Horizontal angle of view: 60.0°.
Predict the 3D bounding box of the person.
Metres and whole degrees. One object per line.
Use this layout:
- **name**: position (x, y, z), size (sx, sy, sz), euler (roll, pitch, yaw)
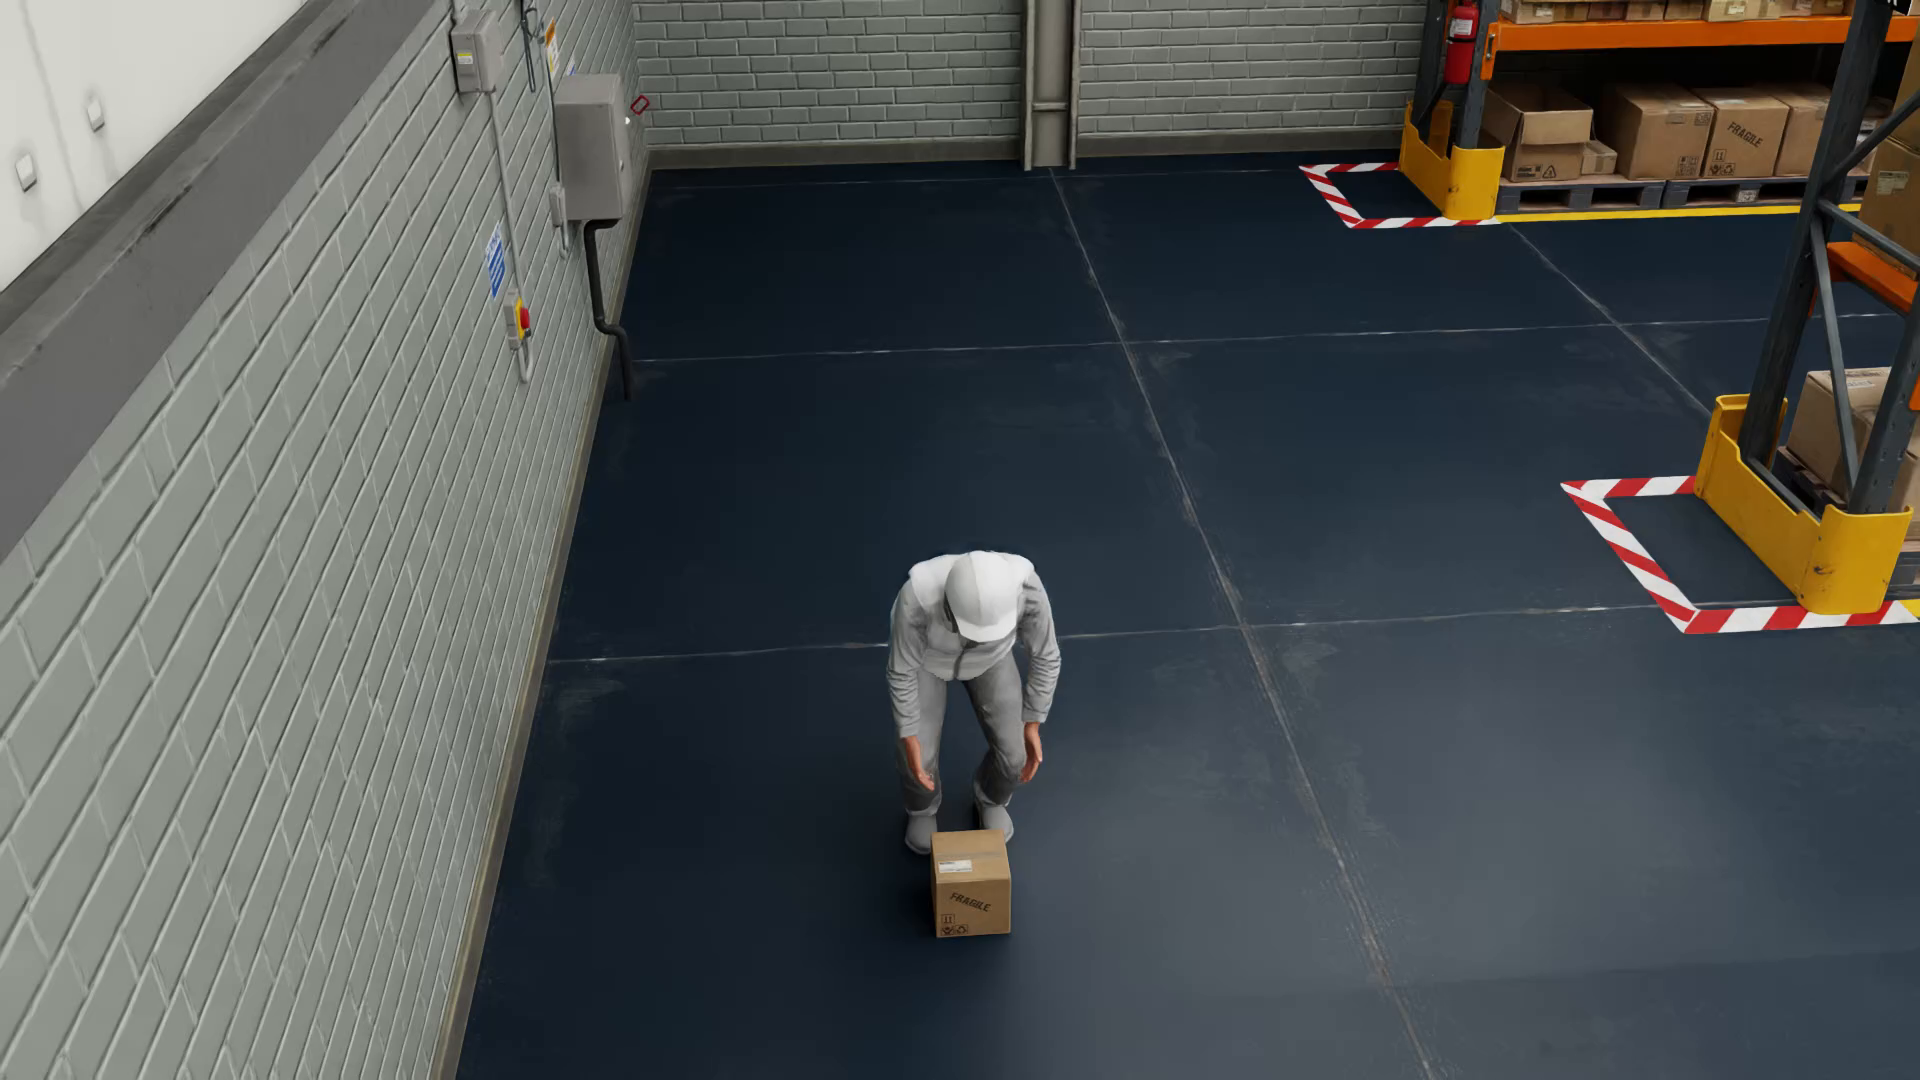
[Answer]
- **person**: position (0.036, 0.489, 5.696), size (0.589, 1.360, 0.799), euler (-3, 31, -4)
